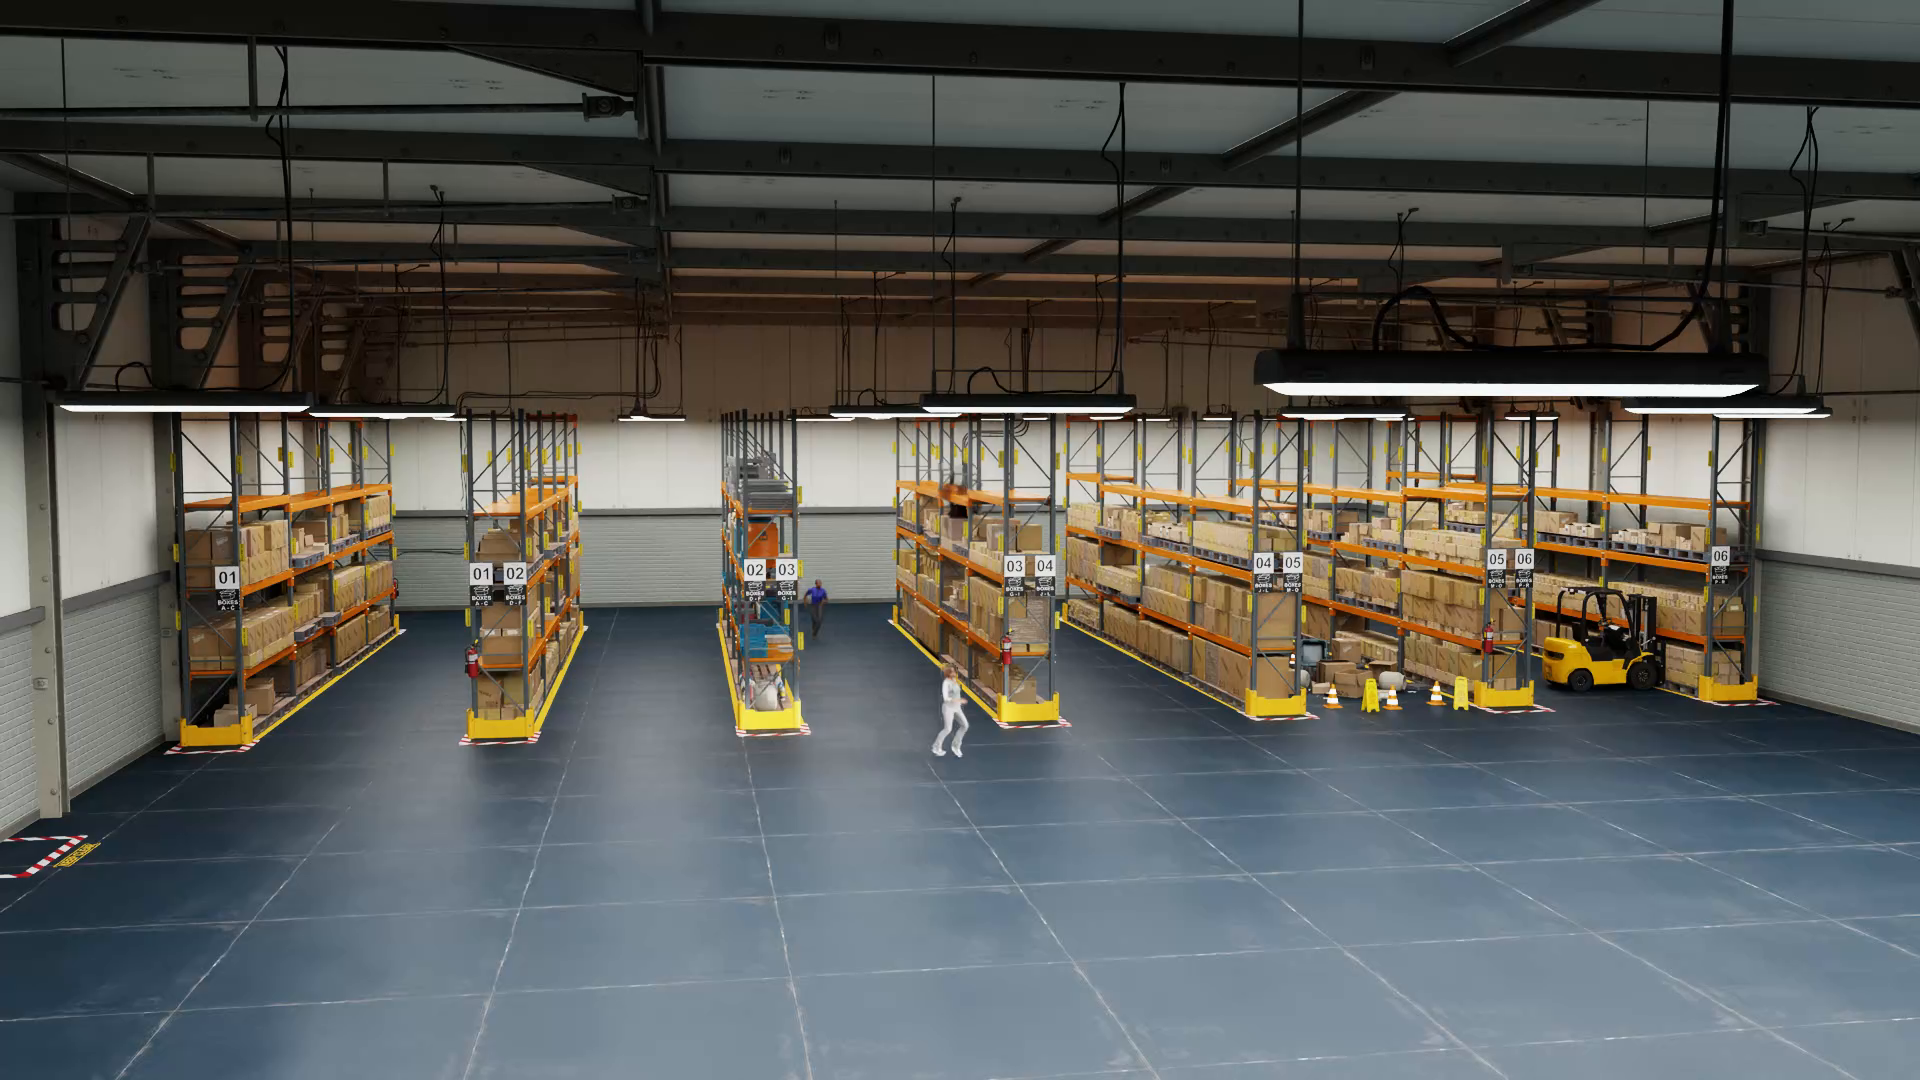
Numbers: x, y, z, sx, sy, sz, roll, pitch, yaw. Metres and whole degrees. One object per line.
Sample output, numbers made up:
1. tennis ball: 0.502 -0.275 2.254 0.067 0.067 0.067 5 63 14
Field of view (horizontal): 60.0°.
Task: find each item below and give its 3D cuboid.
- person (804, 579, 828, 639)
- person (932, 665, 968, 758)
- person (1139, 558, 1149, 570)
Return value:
1. person: -3.830 1.844 44.353 0.616 1.605 0.633 -1 4 -13
2. person: -0.158 2.945 28.537 0.665 1.609 0.543 2 4 28
3. person: 5.659 1.366 50.236 1.105 1.777 0.664 -1 4 -12
